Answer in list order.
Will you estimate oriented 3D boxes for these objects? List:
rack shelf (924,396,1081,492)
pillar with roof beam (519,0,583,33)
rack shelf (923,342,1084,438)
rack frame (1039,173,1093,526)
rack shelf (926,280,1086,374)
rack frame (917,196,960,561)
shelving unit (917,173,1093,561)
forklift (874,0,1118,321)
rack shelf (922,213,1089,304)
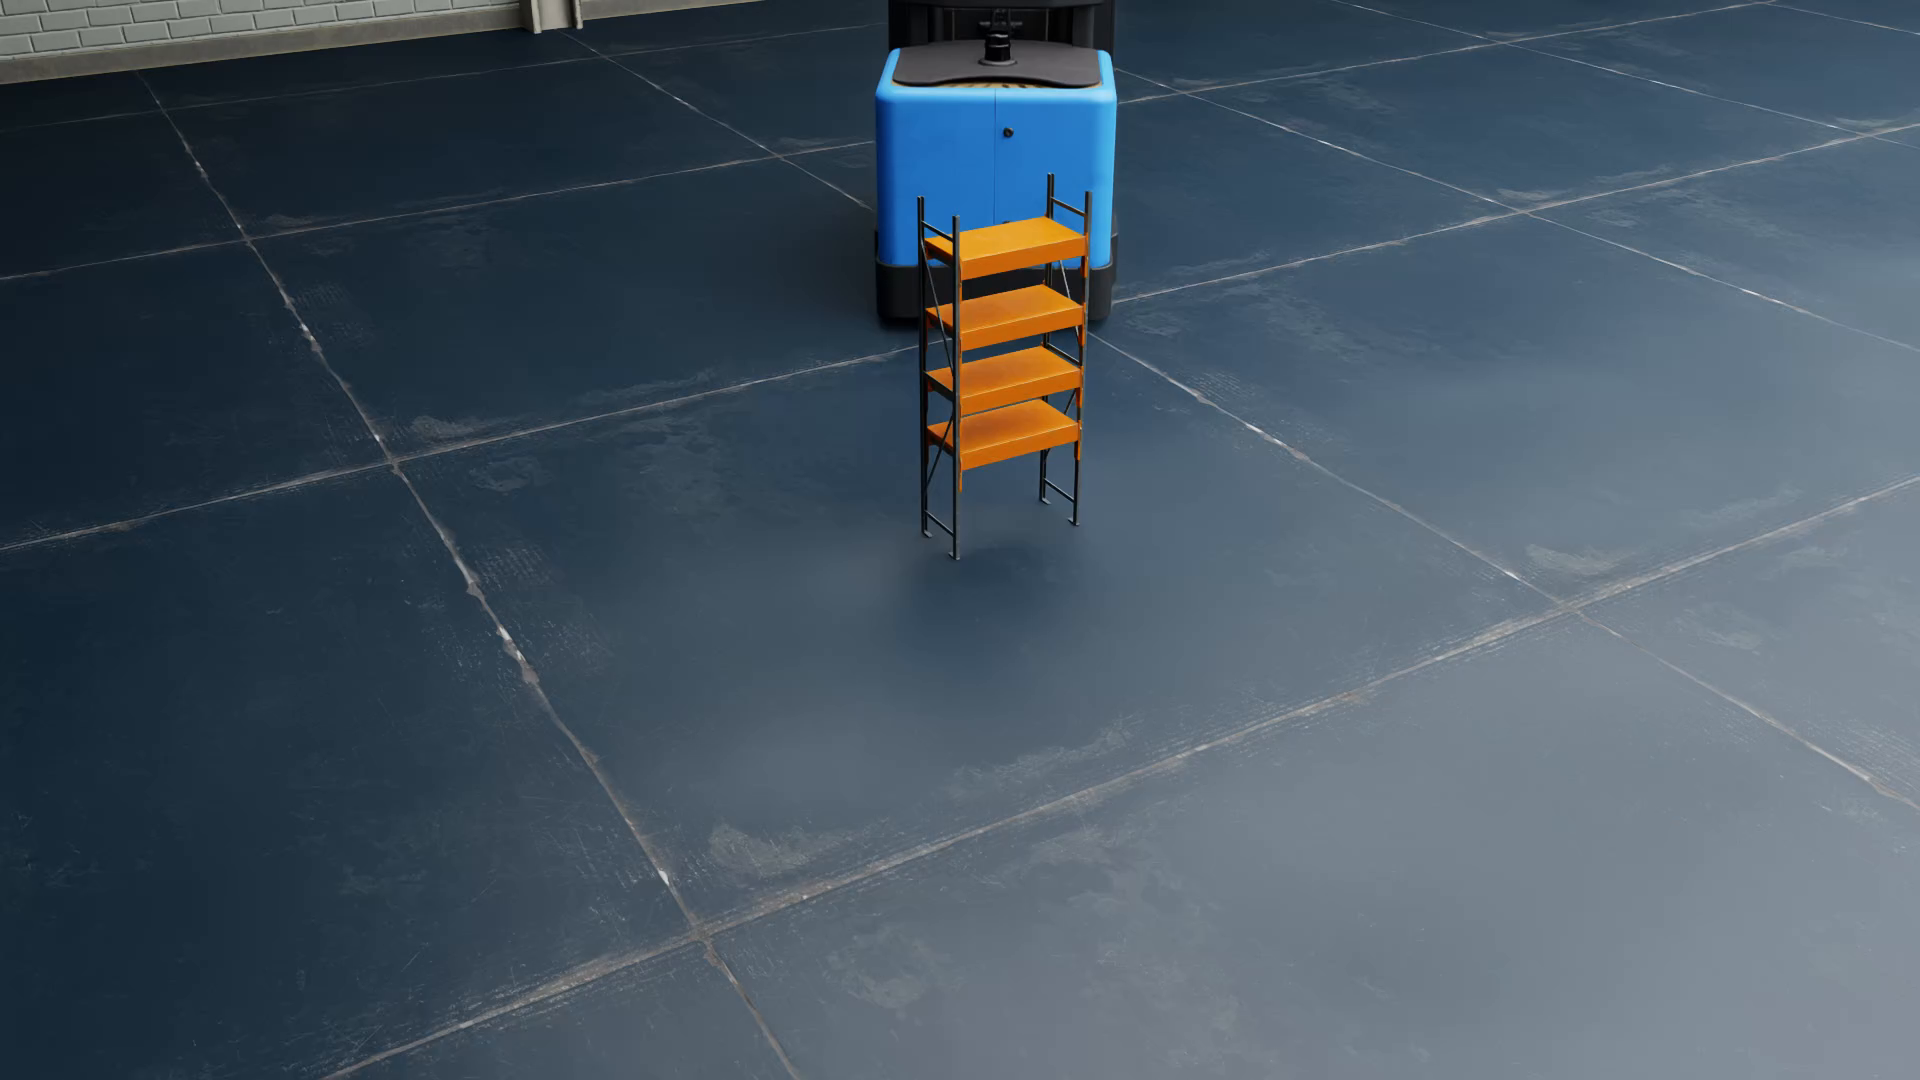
[{"bbox_3d":[0.143,-0.333,5.662,0.480,0.148,0.258,-16,33,-26],"label":"rack shelf"},{"bbox_3d":[-1.013,-6.168,7.613,0.400,9.000,9.100,-16,33,-26],"label":"pillar with roof beam"},{"bbox_3d":[0.143,-0.507,5.566,0.480,0.148,0.258,-16,33,-26],"label":"rack shelf"},{"bbox_3d":[0.353,-0.626,5.642,0.015,1.200,0.240,-16,33,-26],"label":"rack frame"},{"bbox_3d":[0.143,-0.703,5.458,0.480,0.148,0.258,-16,33,-26],"label":"rack shelf"},{"bbox_3d":[-0.068,-0.506,5.425,0.015,1.200,0.240,-16,33,-26],"label":"rack frame"},{"bbox_3d":[0.143,-0.566,5.534,0.503,1.200,0.258,-16,33,-26],"label":"shelving unit"},{"bbox_3d":[0.211,-2.930,8.025,1.130,2.935,3.031,1,29,2],"label":"forklift"},{"bbox_3d":[0.143,-0.910,5.344,0.480,0.148,0.258,-16,33,-26],"label":"rack shelf"}]
